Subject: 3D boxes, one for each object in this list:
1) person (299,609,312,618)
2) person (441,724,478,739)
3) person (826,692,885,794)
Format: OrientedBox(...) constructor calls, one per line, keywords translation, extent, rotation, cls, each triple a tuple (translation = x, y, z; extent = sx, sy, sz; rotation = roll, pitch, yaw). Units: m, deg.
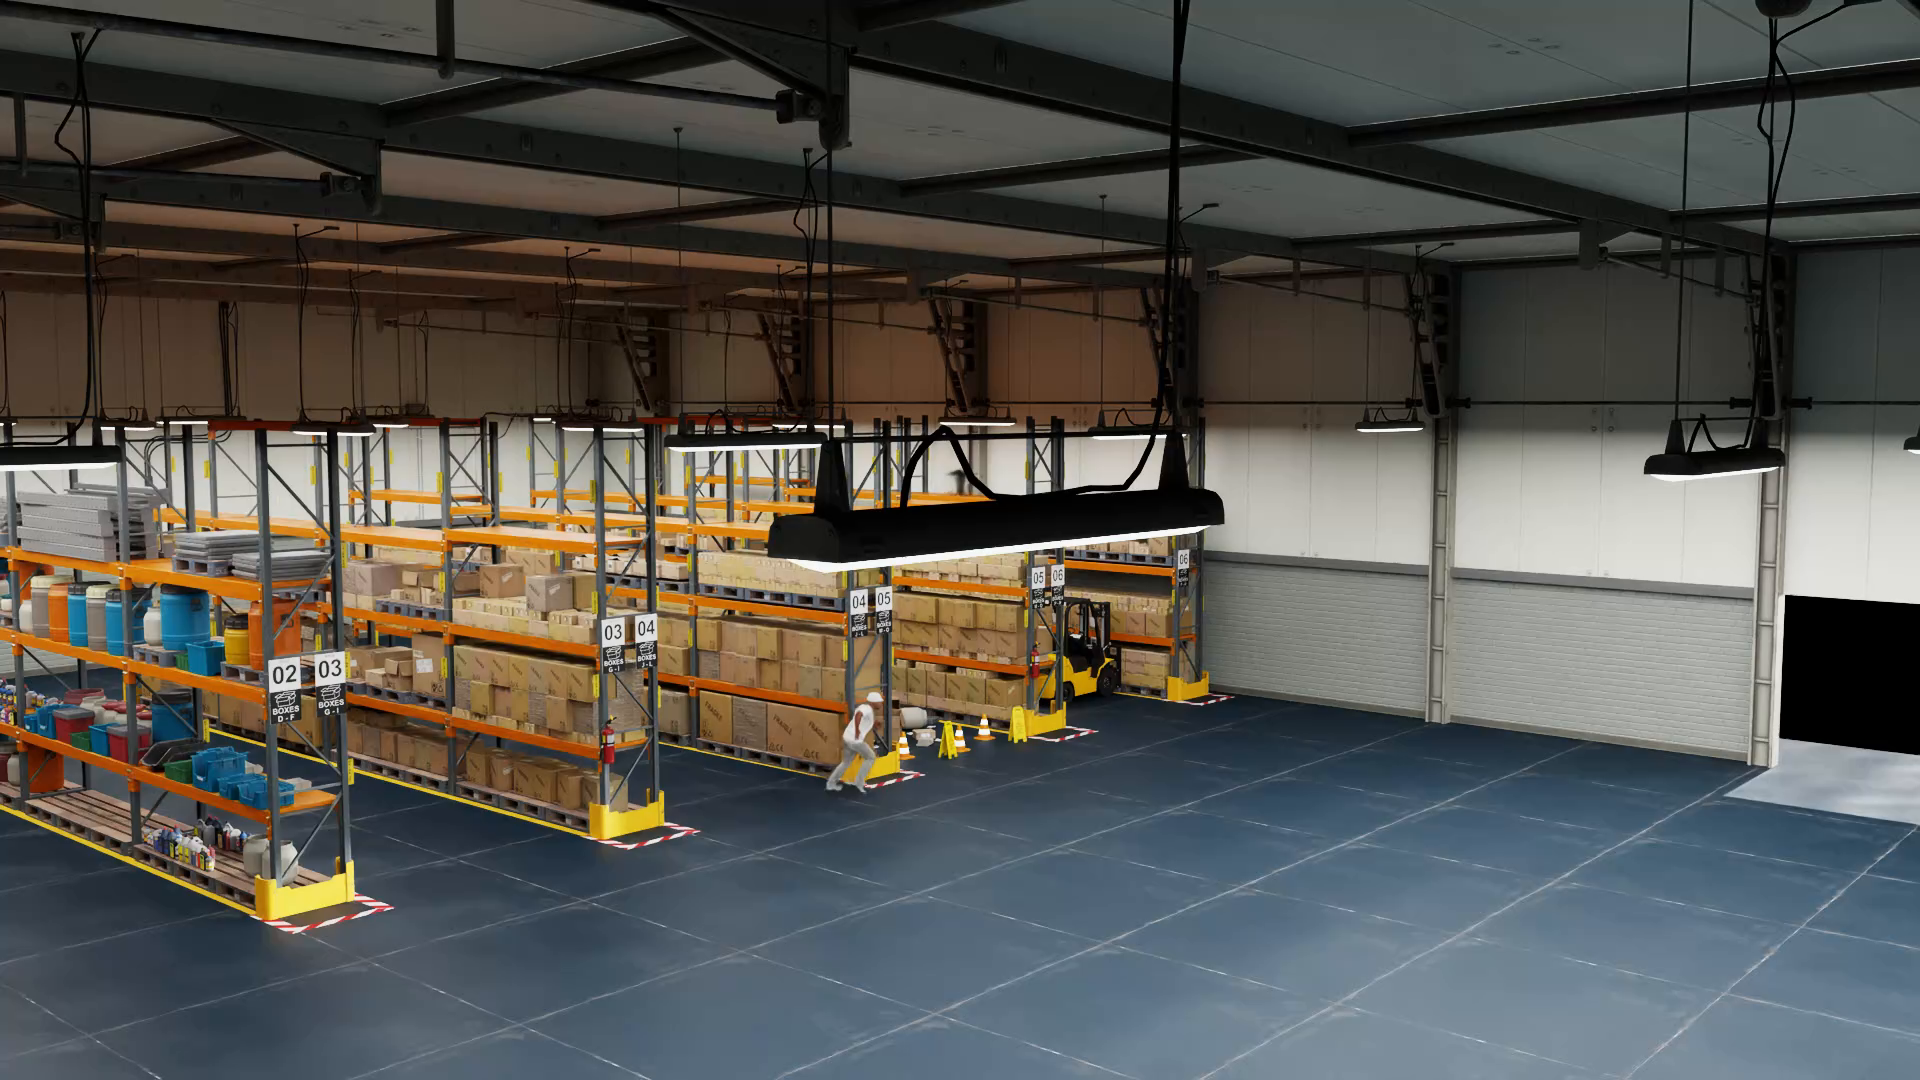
OrientedBox(translation=(-15.069, 2.350, 38.214), extent=(0.725, 1.632, 0.802), rotation=(-4, 6, -43), cls="person")
OrientedBox(translation=(-9.169, 2.964, 30.551), extent=(1.039, 1.732, 0.691), rotation=(3, 5, 30), cls="person")
OrientedBox(translation=(-1.680, 3.304, 26.840), extent=(0.969, 1.672, 0.752), rotation=(-1, 5, -14), cls="person")
